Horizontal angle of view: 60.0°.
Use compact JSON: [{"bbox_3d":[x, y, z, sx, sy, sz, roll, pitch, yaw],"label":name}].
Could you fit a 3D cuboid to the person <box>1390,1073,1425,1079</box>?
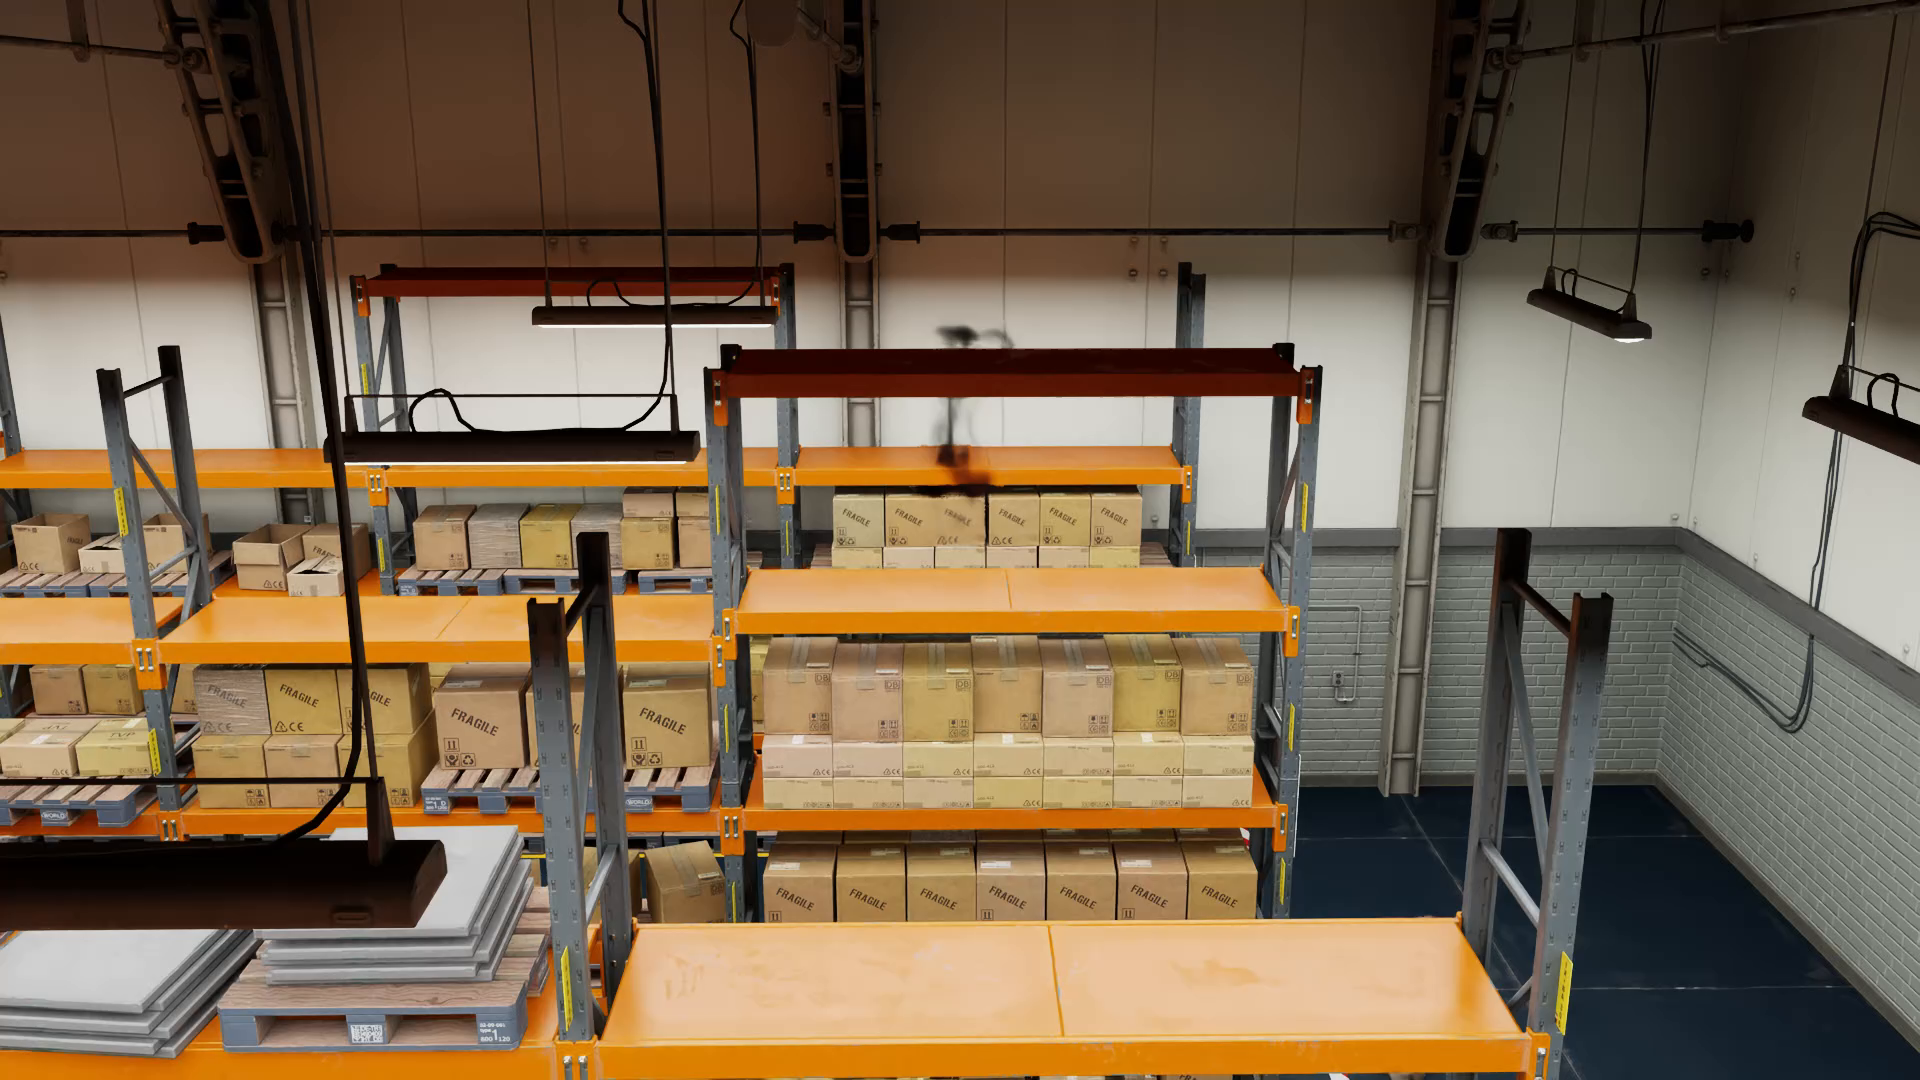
[{"bbox_3d":[3.519,3.704,12.806,0.656,1.765,0.859,2,16,7],"label":"person"}]
